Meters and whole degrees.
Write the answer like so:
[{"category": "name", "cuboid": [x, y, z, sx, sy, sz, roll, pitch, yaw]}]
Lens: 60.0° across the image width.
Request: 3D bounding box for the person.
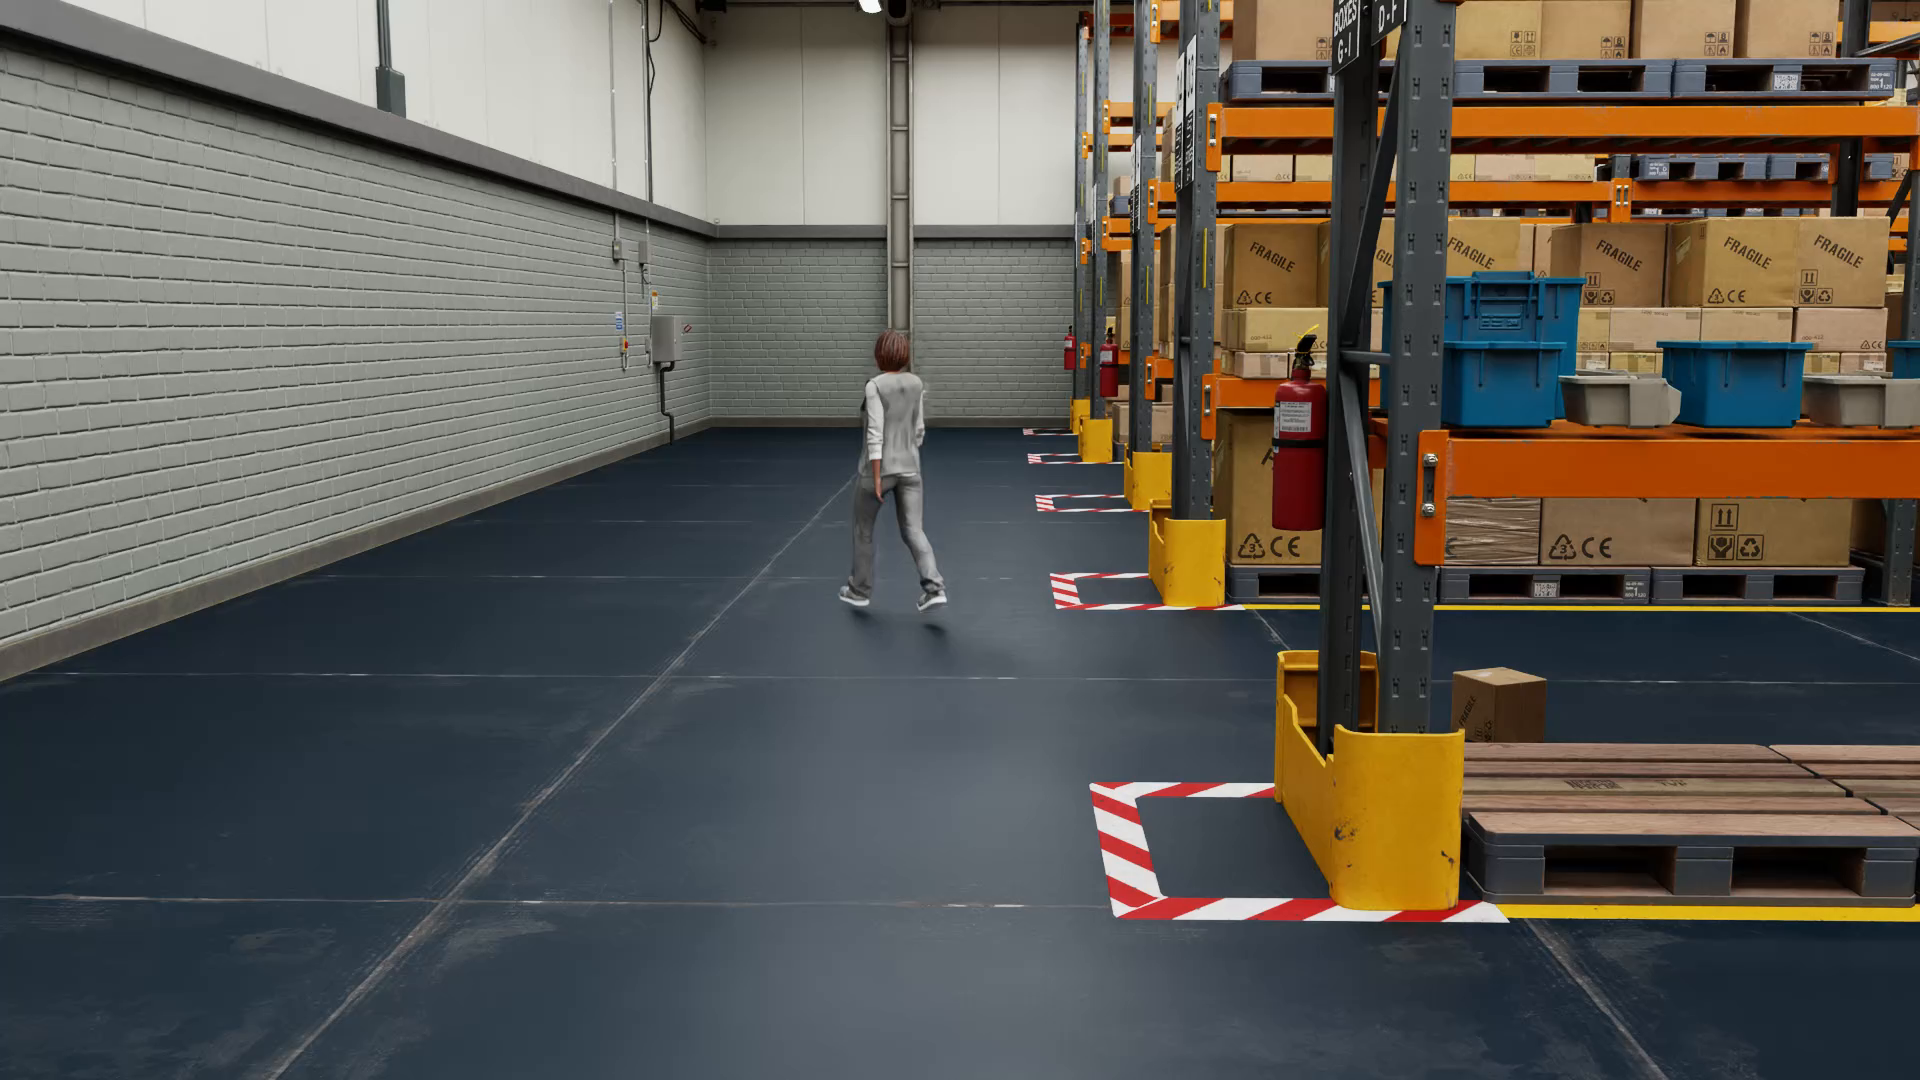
[{"category": "person", "cuboid": [-0.370, -0.376, 9.151, 0.416, 1.544, 0.936, -4, 9, -30]}]
